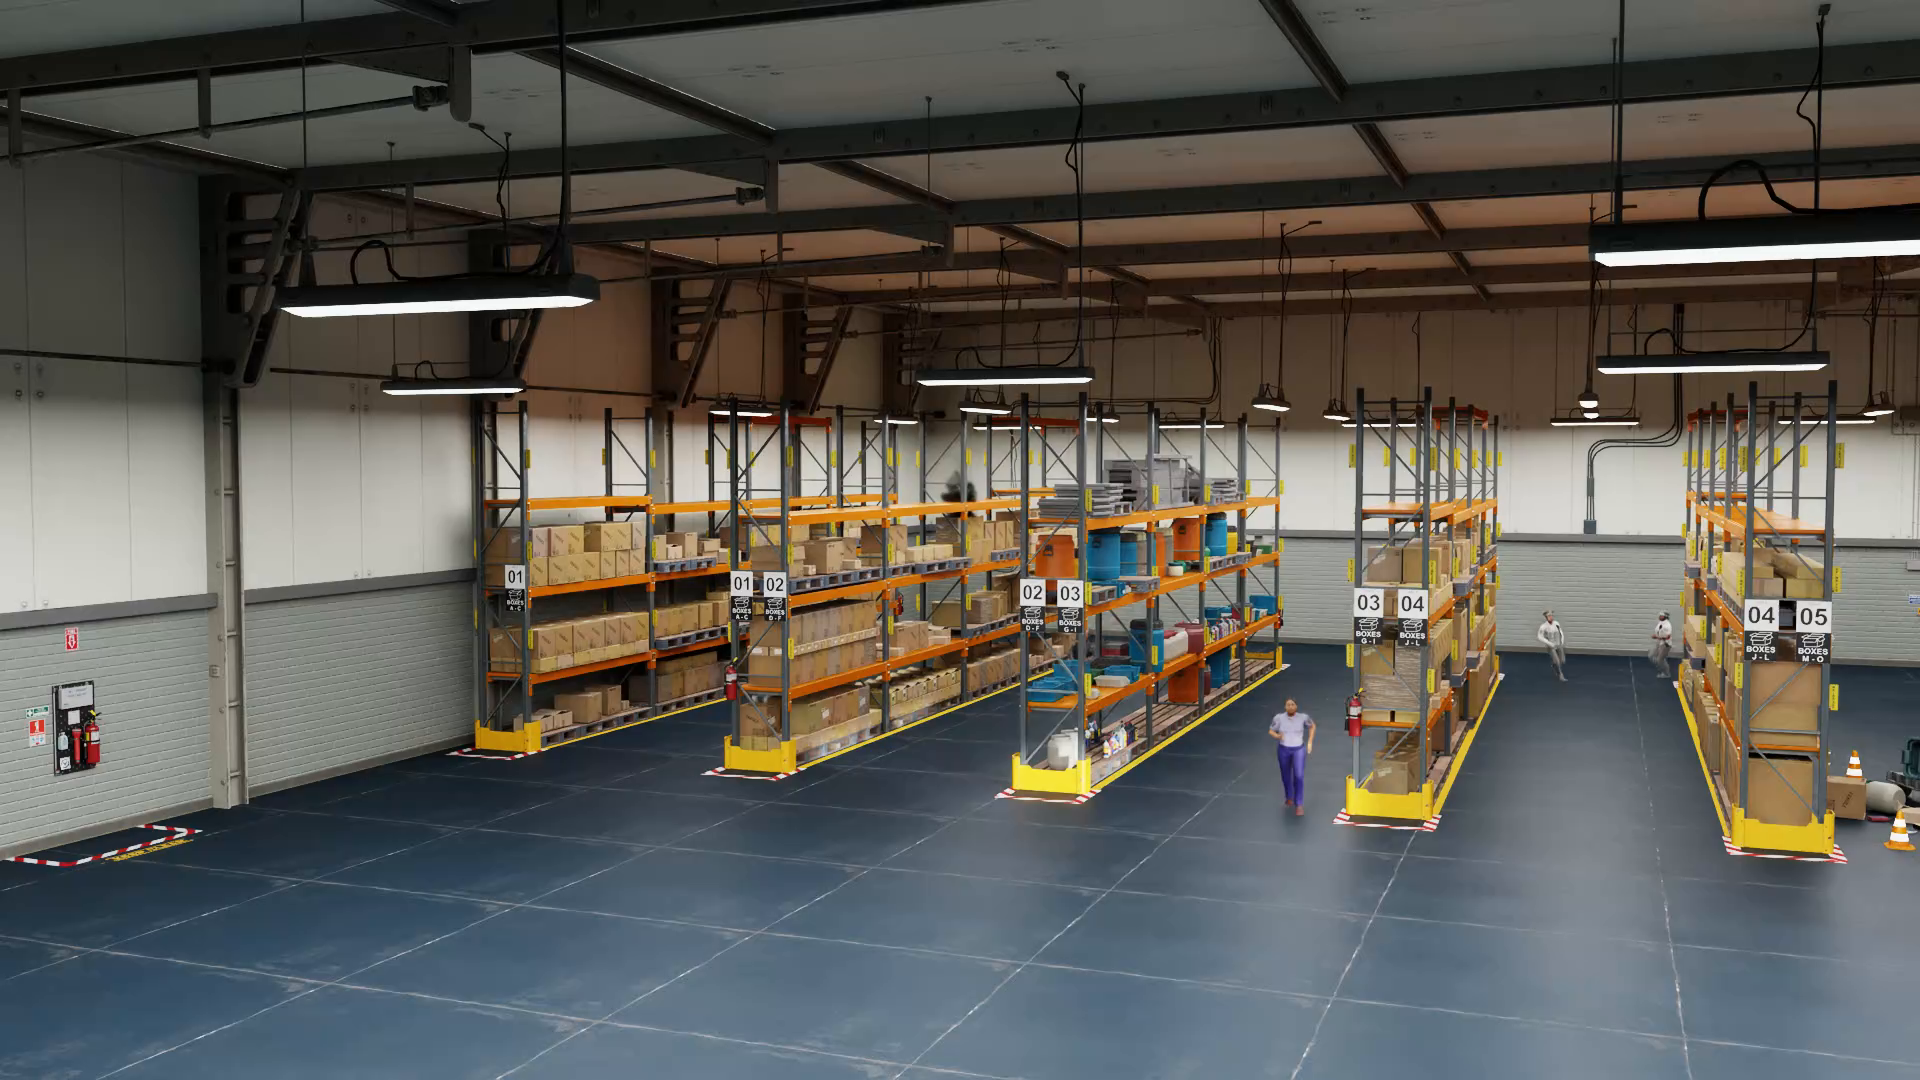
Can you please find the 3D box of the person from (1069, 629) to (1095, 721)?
[{"bbox_3d":[2.372,2.588,32.046,0.624,1.780,0.752,1,3,15],"label":"person"}]

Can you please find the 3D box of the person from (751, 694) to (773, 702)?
[{"bbox_3d":[-3.680,2.626,31.039,0.657,1.729,0.575,1,3,14],"label":"person"}]

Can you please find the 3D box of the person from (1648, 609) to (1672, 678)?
[{"bbox_3d":[15.966,2.356,37.804,0.560,1.590,0.692,0,3,-1],"label":"person"}]

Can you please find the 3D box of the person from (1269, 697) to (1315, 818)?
[{"bbox_3d":[4.703,3.051,23.585,0.624,1.683,0.795,1,3,17],"label":"person"}]

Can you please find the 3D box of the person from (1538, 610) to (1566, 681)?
[{"bbox_3d":[13.368,2.373,37.601,0.663,1.608,0.559,0,3,-9],"label":"person"}]
